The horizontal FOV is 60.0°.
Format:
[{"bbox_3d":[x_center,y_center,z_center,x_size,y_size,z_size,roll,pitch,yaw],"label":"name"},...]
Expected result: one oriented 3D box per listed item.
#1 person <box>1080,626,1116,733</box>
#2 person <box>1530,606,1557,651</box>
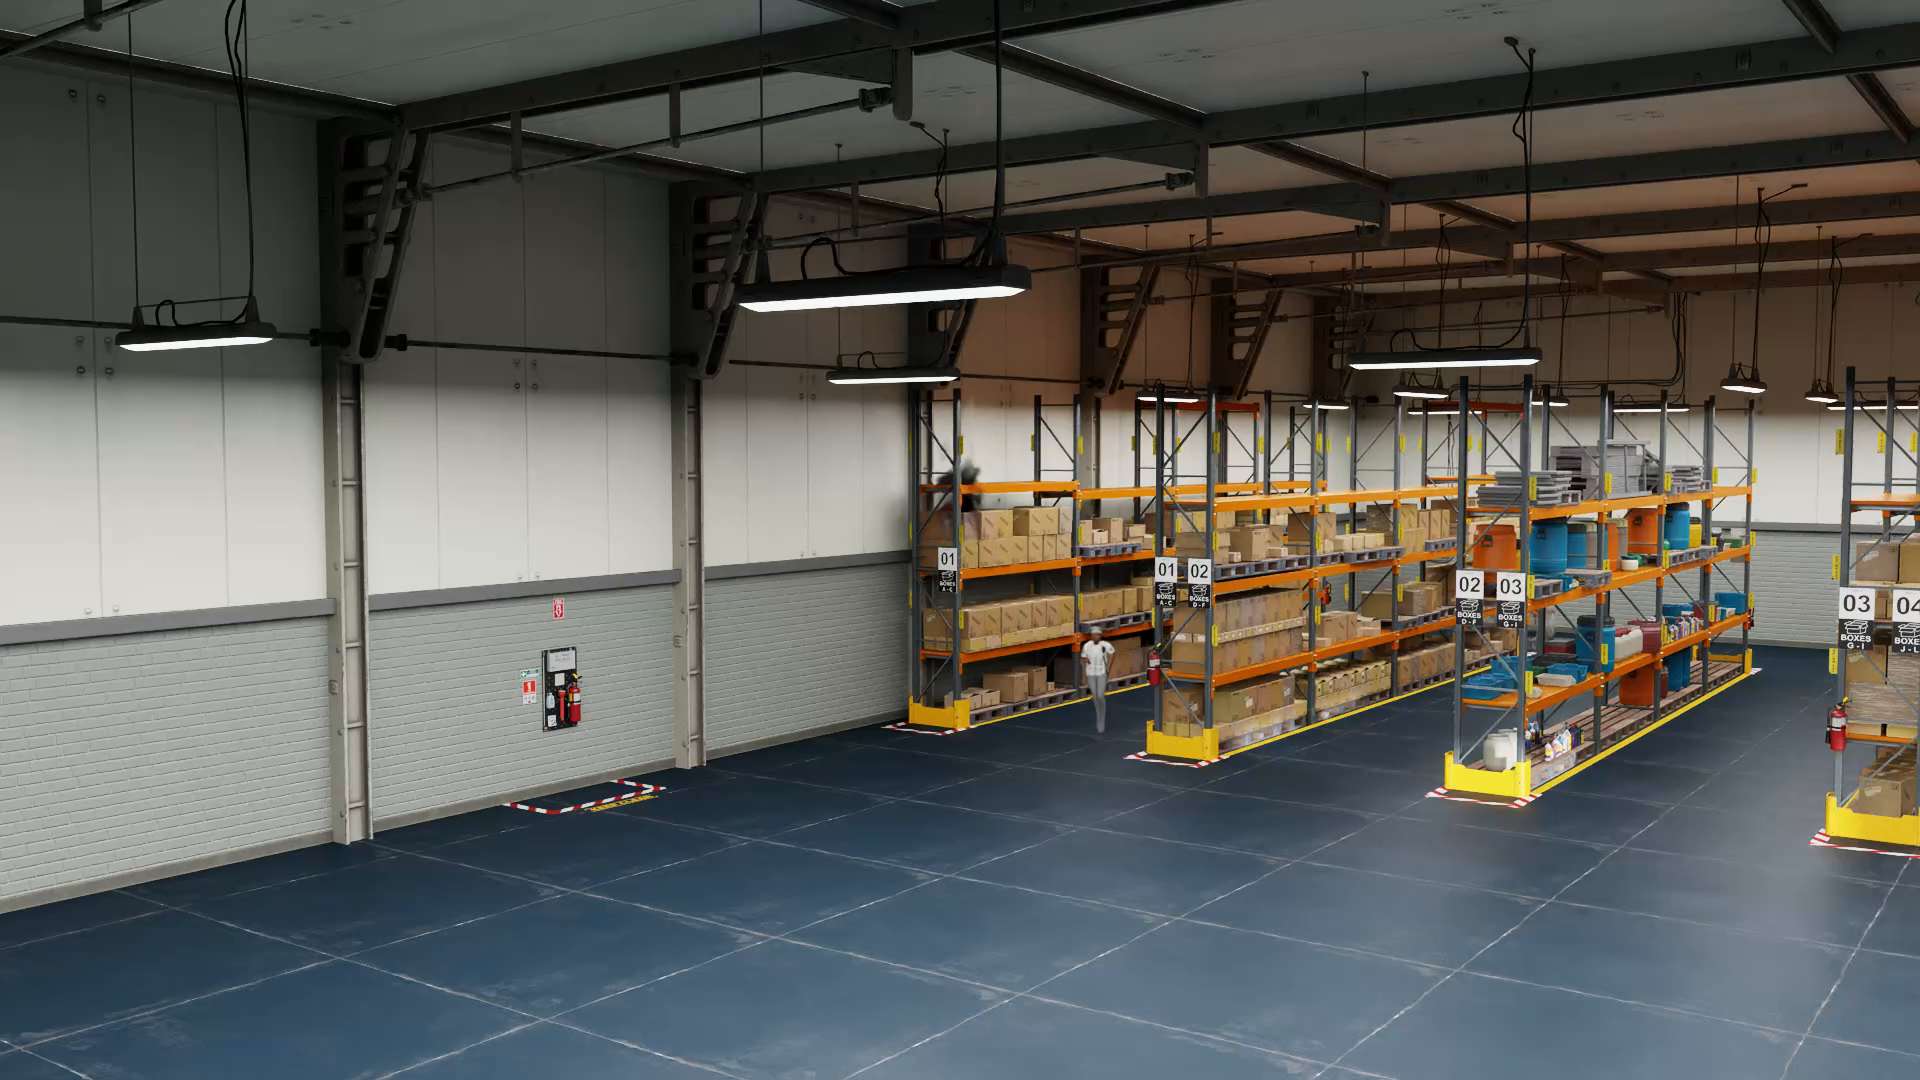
[{"bbox_3d":[2.302,2.316,27.906,0.558,1.780,0.740,1,3,19],"label":"person"},{"bbox_3d":[13.998,1.907,40.011,0.632,1.649,0.579,-3,4,-39],"label":"person"}]
